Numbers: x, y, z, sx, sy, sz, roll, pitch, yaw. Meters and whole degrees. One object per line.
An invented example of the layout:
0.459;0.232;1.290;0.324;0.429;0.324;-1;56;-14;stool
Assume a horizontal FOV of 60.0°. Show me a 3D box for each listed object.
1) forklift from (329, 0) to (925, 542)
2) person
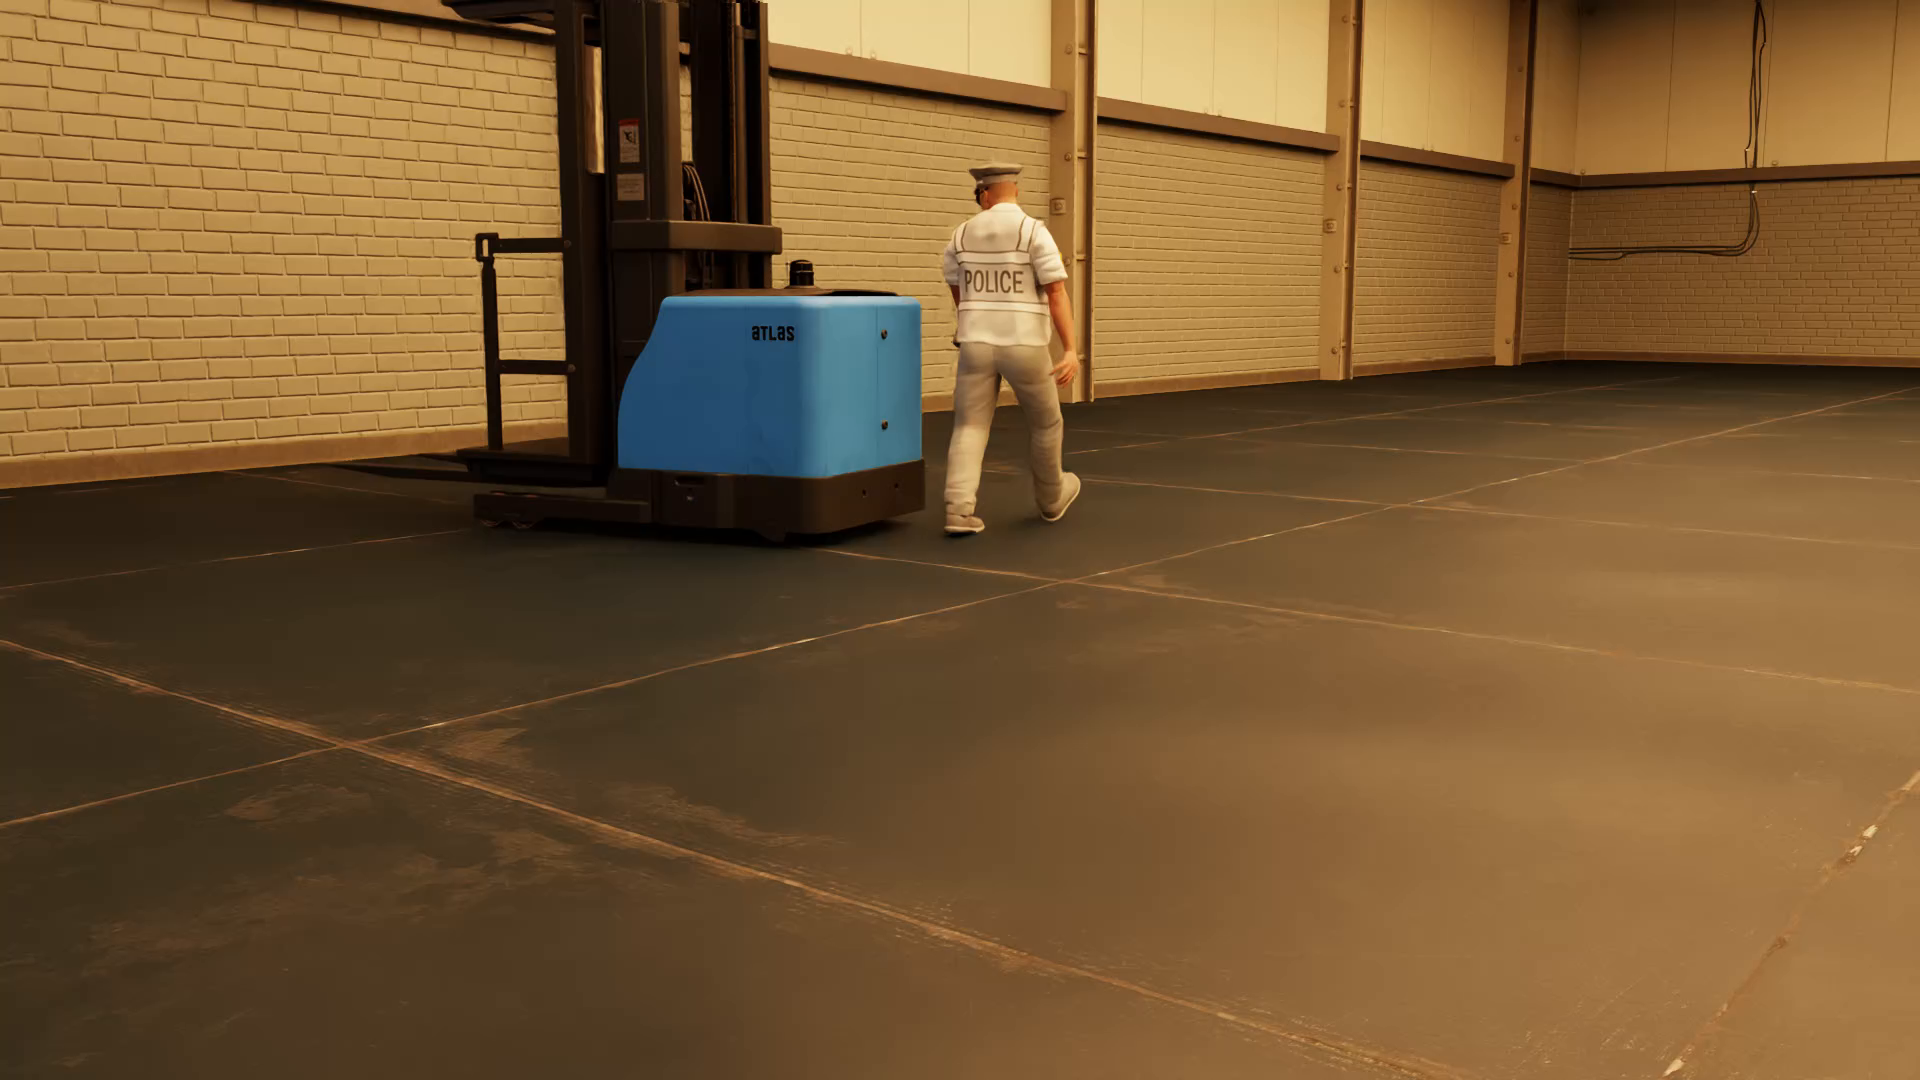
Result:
-1.721;-1.563;7.962;3.031;2.935;1.130;4;9;26;forklift
0.272;-0.893;7.725;0.695;1.690;0.919;3;9;19;person
